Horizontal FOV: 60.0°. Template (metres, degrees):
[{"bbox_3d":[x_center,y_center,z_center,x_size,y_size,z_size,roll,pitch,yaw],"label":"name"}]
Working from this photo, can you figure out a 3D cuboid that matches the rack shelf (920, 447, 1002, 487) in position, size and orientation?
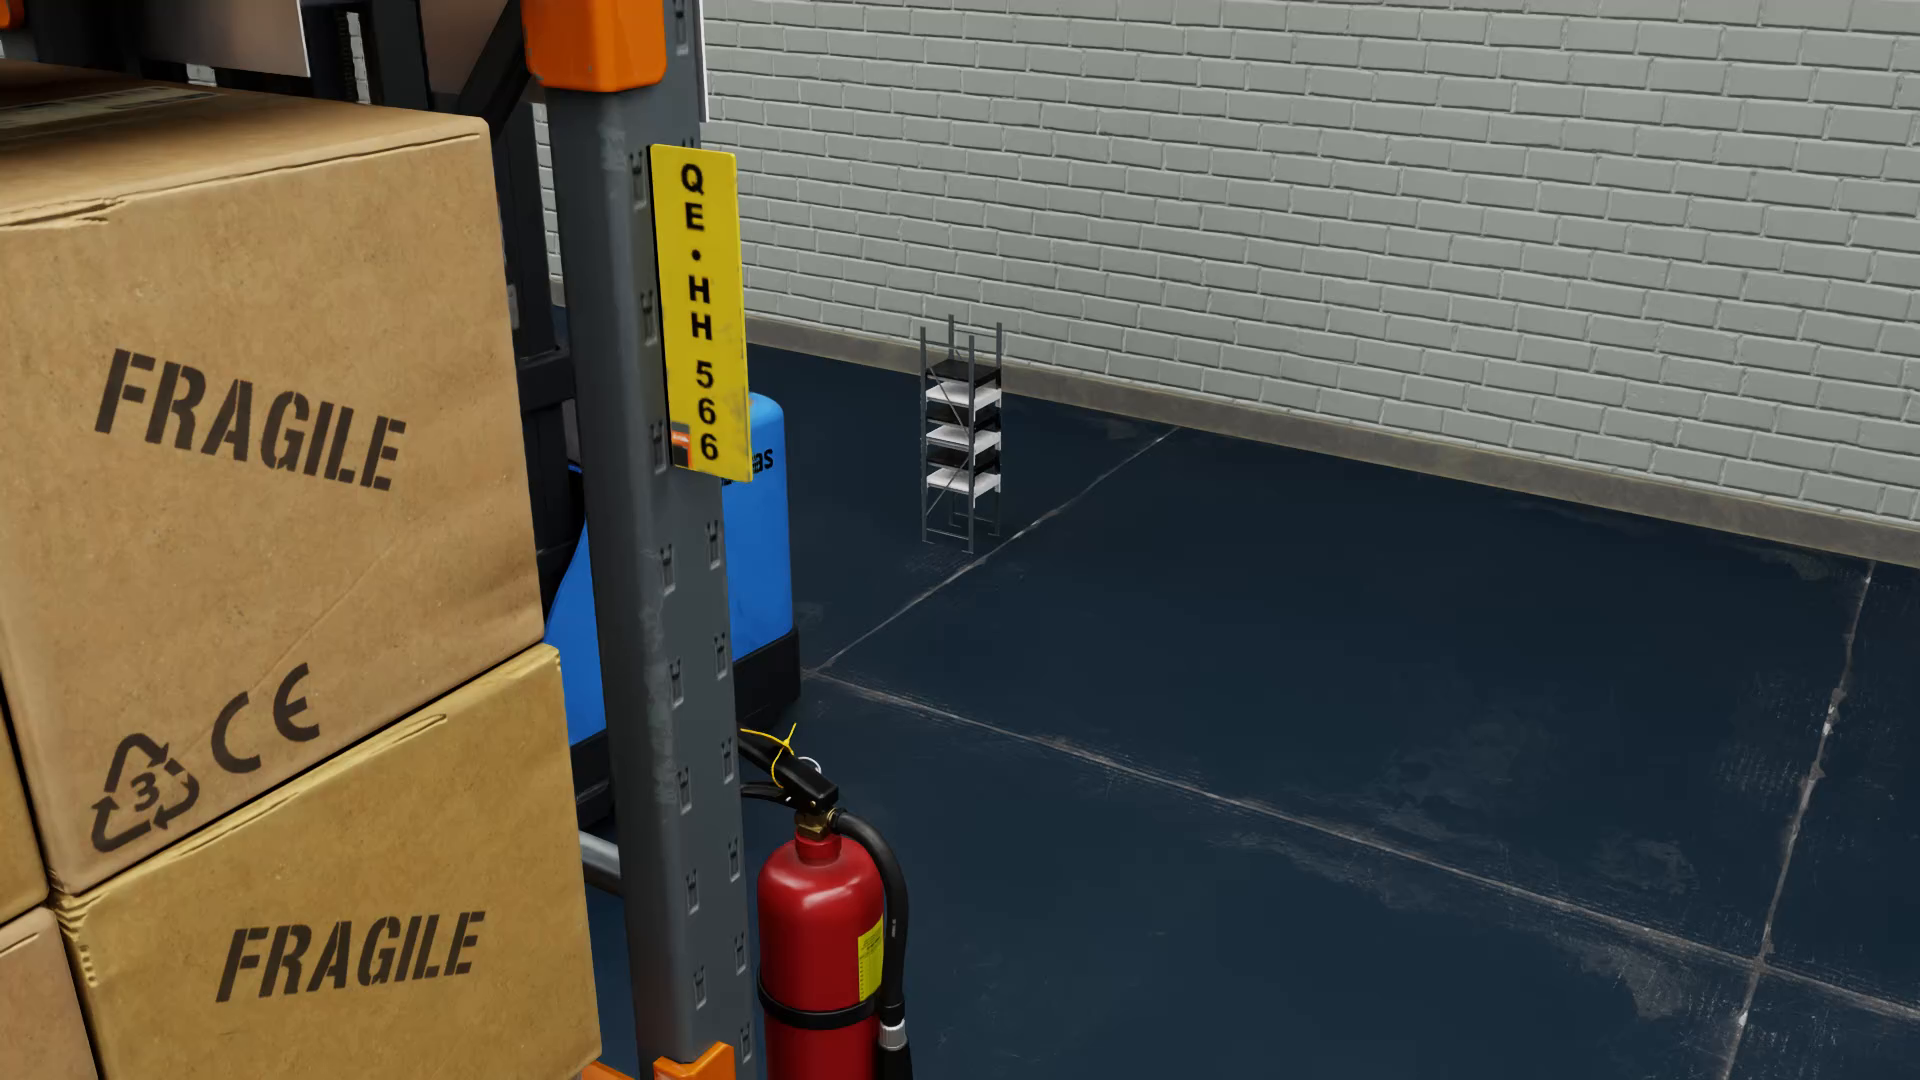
[{"bbox_3d":[0.004,-0.303,6.627,0.258,0.077,0.200,14,27,29],"label":"rack shelf"}]

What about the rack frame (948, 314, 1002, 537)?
[{"bbox_3d":[0.058,-0.450,6.657,0.240,0.900,0.006,14,27,29],"label":"rack frame"}]

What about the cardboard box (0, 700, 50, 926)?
[{"bbox_3d":[-1.008,0.074,1.046,0.500,0.500,0.500,13,27,27],"label":"cardboard box"}]

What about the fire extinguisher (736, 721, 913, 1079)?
[{"bbox_3d":[-0.186,0.556,2.258,0.296,0.674,0.183,14,27,29],"label":"fire extinguisher"}]

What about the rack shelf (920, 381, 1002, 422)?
[{"bbox_3d":[0.004,-0.550,6.519,0.258,0.077,0.200,14,27,29],"label":"rack shelf"}]

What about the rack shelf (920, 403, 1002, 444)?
[{"bbox_3d":[0.004,-0.468,6.555,0.258,0.077,0.200,14,27,29],"label":"rack shelf"}]

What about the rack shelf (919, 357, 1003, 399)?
[{"bbox_3d":[0.004,-0.633,6.484,0.258,0.077,0.200,14,27,29],"label":"rack shelf"}]

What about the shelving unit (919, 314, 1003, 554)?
[{"bbox_3d":[0.004,-0.416,6.578,0.258,0.900,0.210,14,27,29],"label":"shelving unit"}]

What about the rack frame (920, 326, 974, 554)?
[{"bbox_3d":[-0.049,-0.381,6.498,0.240,0.900,0.006,14,27,29],"label":"rack frame"}]

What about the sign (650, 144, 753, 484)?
[{"bbox_3d":[-0.250,-0.216,1.618,0.100,0.325,0.005,14,27,29],"label":"sign"}]

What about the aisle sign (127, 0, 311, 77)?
[{"bbox_3d":[-0.927,-0.943,1.881,0.394,0.787,0.004,14,27,29],"label":"aisle sign"}]

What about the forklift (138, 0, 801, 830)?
[{"bbox_3d":[-1.816,-0.439,4.075,1.130,2.935,3.031,17,29,34],"label":"forklift"}]

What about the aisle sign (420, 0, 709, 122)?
[{"bbox_3d":[-0.418,-0.818,1.591,0.394,0.787,0.004,14,27,29],"label":"aisle sign"}]

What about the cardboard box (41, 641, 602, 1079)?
[{"bbox_3d":[-0.729,0.360,1.641,0.500,0.500,0.500,14,27,30],"label":"cardboard box"}]

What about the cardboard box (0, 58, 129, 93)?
[{"bbox_3d":[-1.173,-0.208,1.696,0.500,0.500,0.500,14,27,29],"label":"cardboard box"}]

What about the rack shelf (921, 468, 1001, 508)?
[{"bbox_3d":[0.004,-0.220,6.662,0.258,0.077,0.200,14,27,29],"label":"rack shelf"}]

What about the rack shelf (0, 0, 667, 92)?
[{"bbox_3d":[-1.766,-0.034,0.183,1.077,0.370,4.000,14,27,29],"label":"rack shelf"}]

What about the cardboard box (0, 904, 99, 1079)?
[{"bbox_3d":[-1.006,0.533,1.242,0.500,0.500,0.500,13,27,28],"label":"cardboard box"}]

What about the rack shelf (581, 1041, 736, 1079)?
[{"bbox_3d":[-1.766,1.342,0.779,1.077,0.370,4.000,14,27,29],"label":"rack shelf"}]

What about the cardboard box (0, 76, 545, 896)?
[{"bbox_3d":[-0.741,-0.097,1.441,0.500,0.500,0.500,13,27,28],"label":"cardboard box"}]

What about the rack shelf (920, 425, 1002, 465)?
[{"bbox_3d":[0.004,-0.385,6.591,0.258,0.077,0.200,14,27,29],"label":"rack shelf"}]

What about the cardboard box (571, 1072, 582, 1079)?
[{"bbox_3d":[-0.643,0.622,1.854,0.380,0.149,0.250,14,27,29],"label":"cardboard box"}]
